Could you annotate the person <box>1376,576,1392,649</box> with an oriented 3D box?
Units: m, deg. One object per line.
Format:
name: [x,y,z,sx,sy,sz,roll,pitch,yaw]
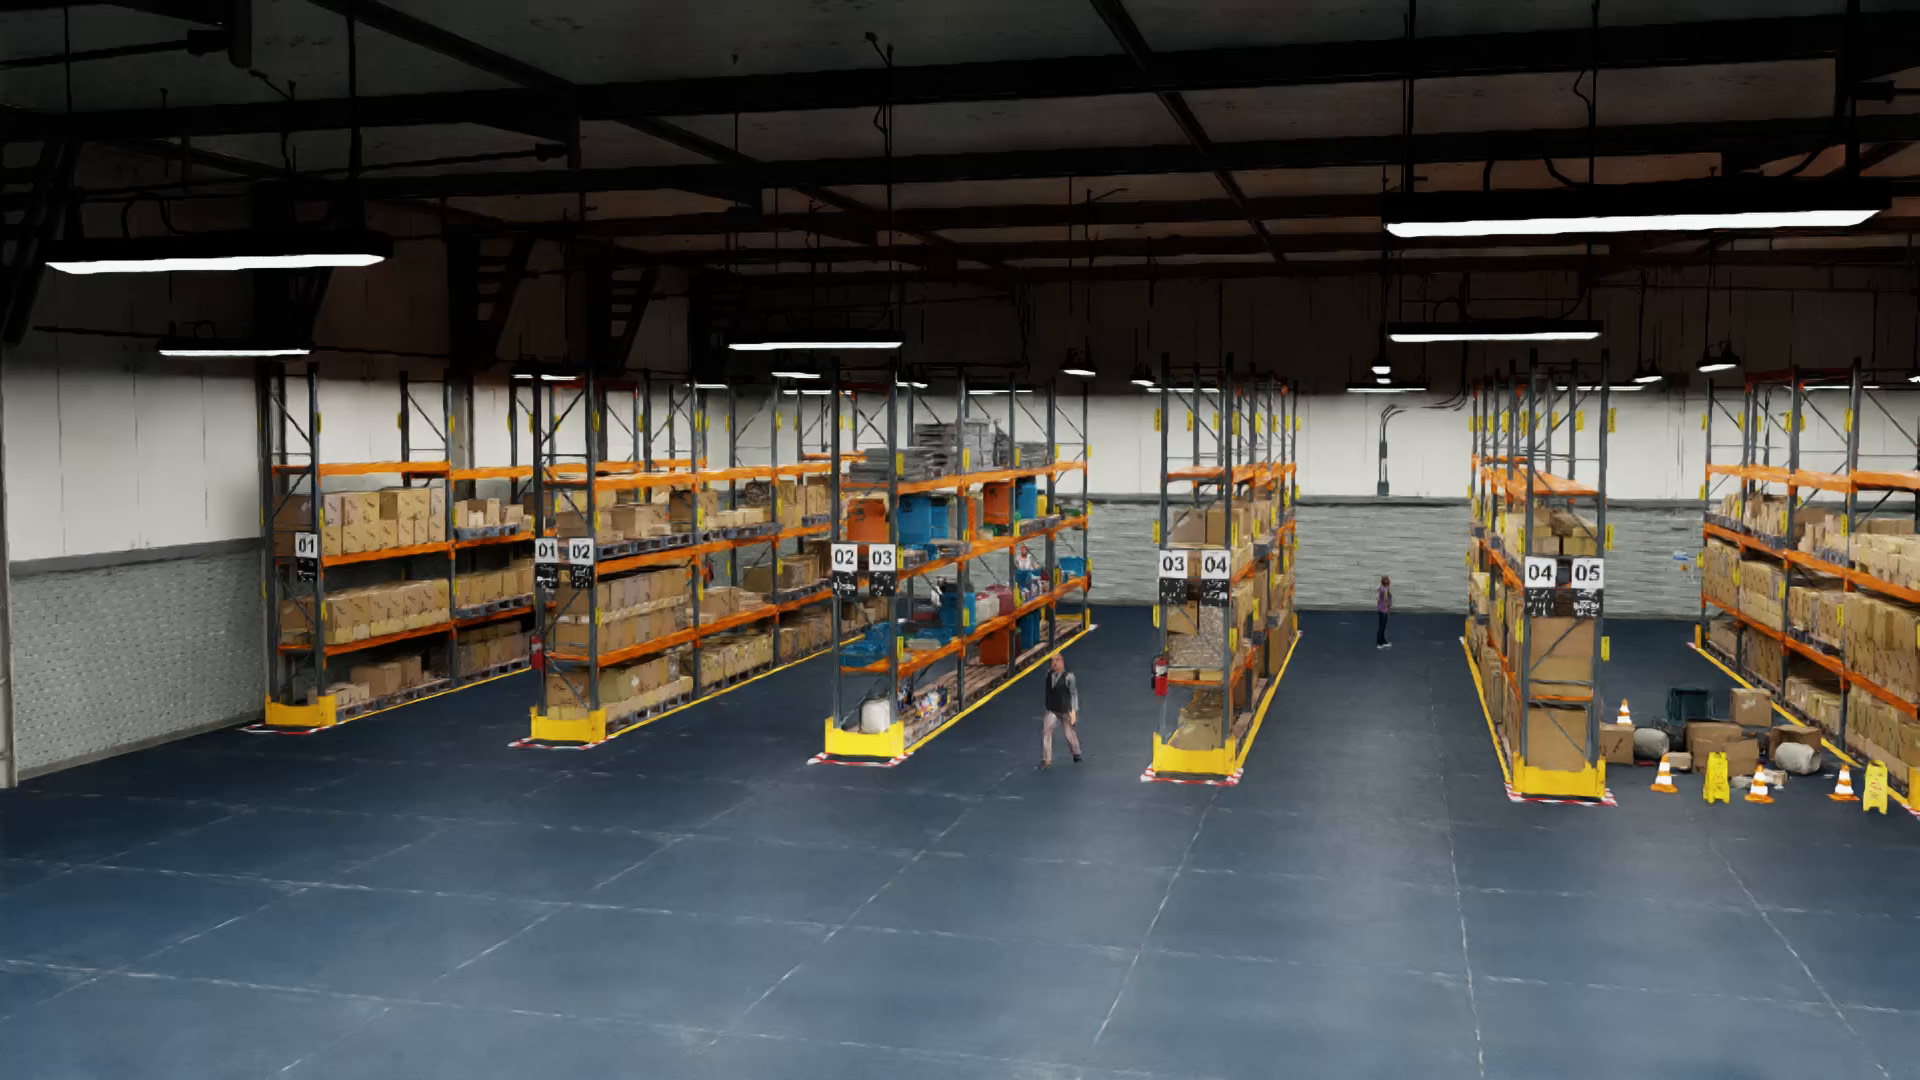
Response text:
person: [9.434,1.596,36.890,0.422,1.601,0.499,0,4,-2]

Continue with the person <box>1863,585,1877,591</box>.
person: [19.547,1.648,35.743,0.501,1.672,0.564,0,4,6]

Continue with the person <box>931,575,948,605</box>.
person: [-0.387,1.593,36.328,0.542,1.675,1.126,1,4,17]

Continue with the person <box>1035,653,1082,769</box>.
person: [1.476,2.470,24.124,0.558,1.679,0.925,2,5,30]

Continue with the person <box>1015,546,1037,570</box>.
person: [1.744,0.990,44.807,0.677,1.741,0.552,1,4,13]
